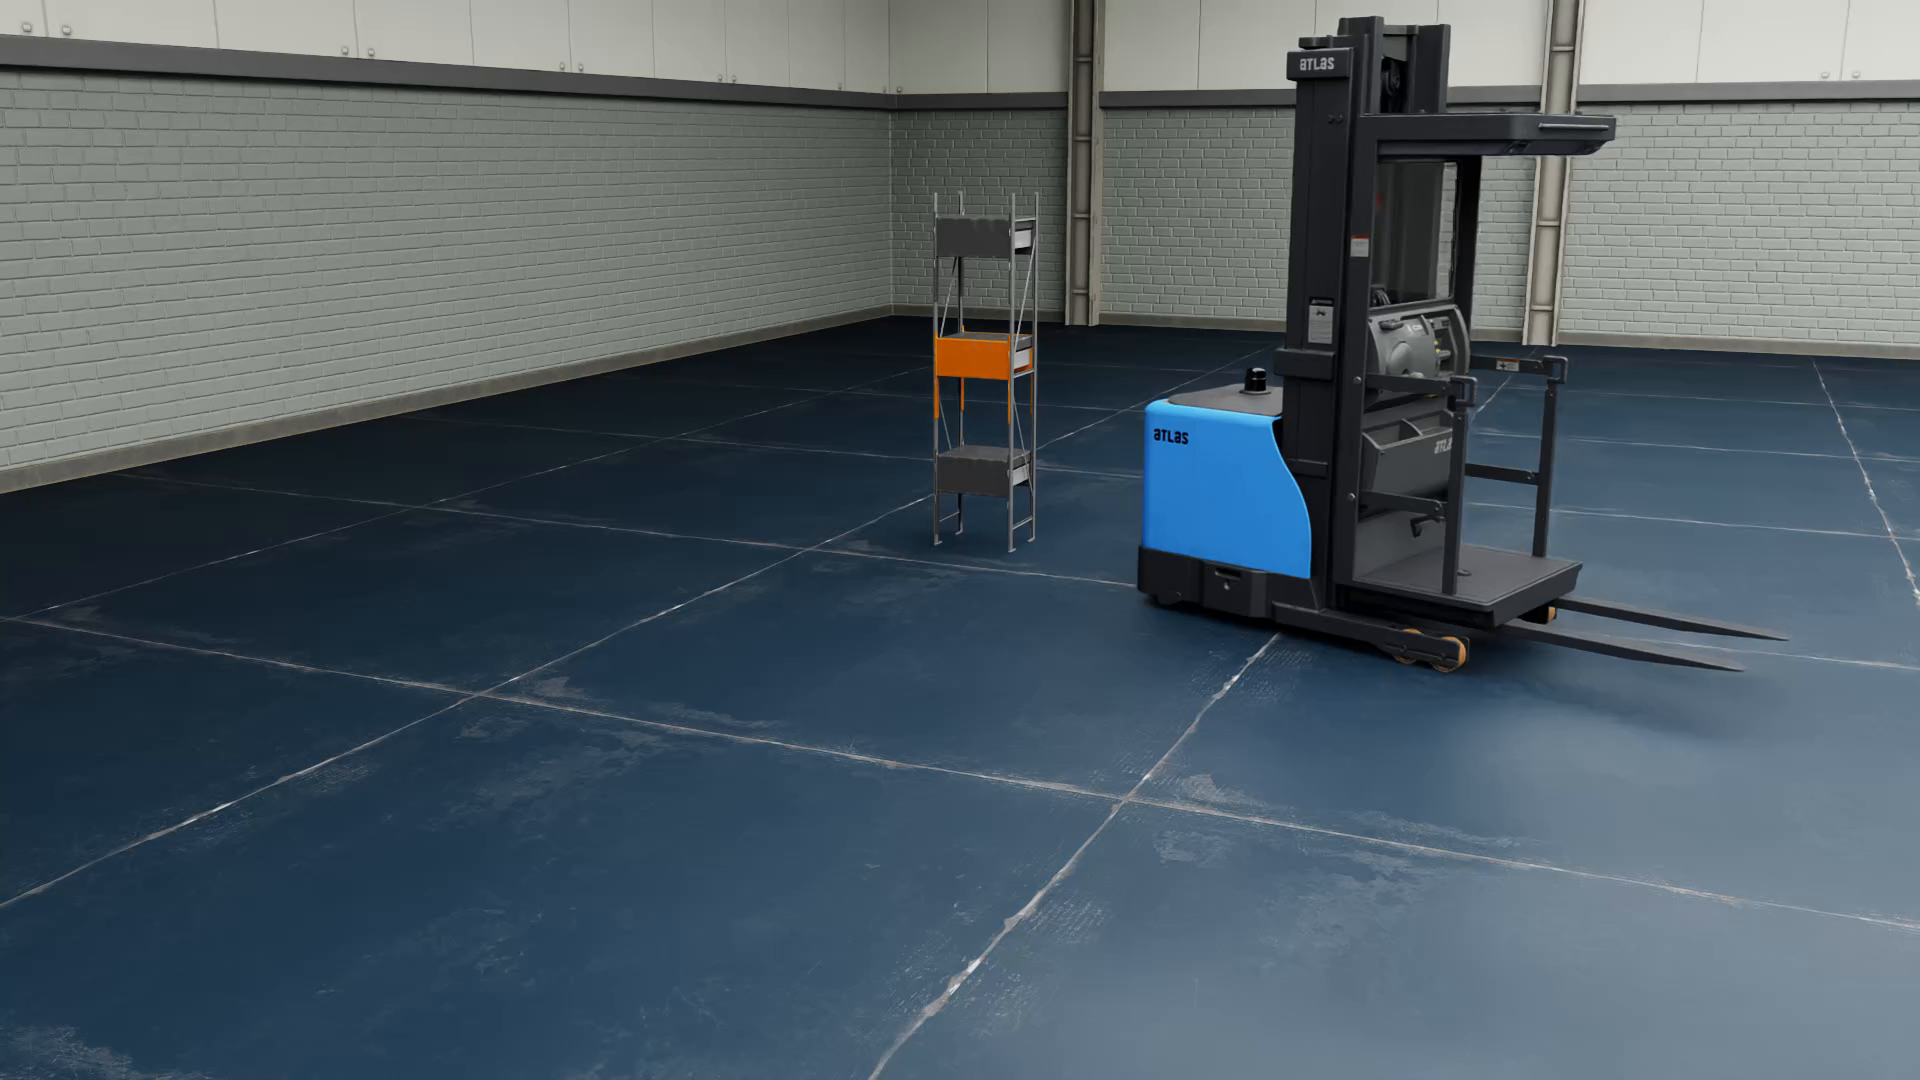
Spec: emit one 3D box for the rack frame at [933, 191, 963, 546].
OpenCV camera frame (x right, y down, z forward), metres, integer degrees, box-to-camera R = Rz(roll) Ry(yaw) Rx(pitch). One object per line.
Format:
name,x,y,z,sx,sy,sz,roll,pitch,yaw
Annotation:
rack frame,-0.072,-1.029,10.046,0.015,2.100,0.400,6,14,23

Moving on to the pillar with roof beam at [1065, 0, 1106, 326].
pillar with roof beam,-0.059,-6.456,18.070,0.400,9.000,9.100,6,14,23

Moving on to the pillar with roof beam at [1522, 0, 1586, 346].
pillar with roof beam,5.427,-5.901,15.704,0.400,9.000,9.100,6,14,23

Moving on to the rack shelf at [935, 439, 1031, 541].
rack shelf,0.151,-0.312,10.113,0.480,0.518,0.431,6,14,23

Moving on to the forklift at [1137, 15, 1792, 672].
forklift,2.373,-0.952,7.896,3.031,2.935,1.130,12,18,41

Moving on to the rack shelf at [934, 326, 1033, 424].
rack shelf,0.151,-0.994,9.953,0.480,0.518,0.431,6,14,23

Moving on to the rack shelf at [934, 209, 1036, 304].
rack shelf,0.151,-1.675,9.793,0.480,0.518,0.431,6,14,23

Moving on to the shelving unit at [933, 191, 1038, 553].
shelving unit,0.151,-1.007,9.950,0.503,2.100,0.431,6,14,23

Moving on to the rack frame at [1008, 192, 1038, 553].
rack frame,0.374,-0.984,9.853,0.015,2.100,0.400,6,14,23
